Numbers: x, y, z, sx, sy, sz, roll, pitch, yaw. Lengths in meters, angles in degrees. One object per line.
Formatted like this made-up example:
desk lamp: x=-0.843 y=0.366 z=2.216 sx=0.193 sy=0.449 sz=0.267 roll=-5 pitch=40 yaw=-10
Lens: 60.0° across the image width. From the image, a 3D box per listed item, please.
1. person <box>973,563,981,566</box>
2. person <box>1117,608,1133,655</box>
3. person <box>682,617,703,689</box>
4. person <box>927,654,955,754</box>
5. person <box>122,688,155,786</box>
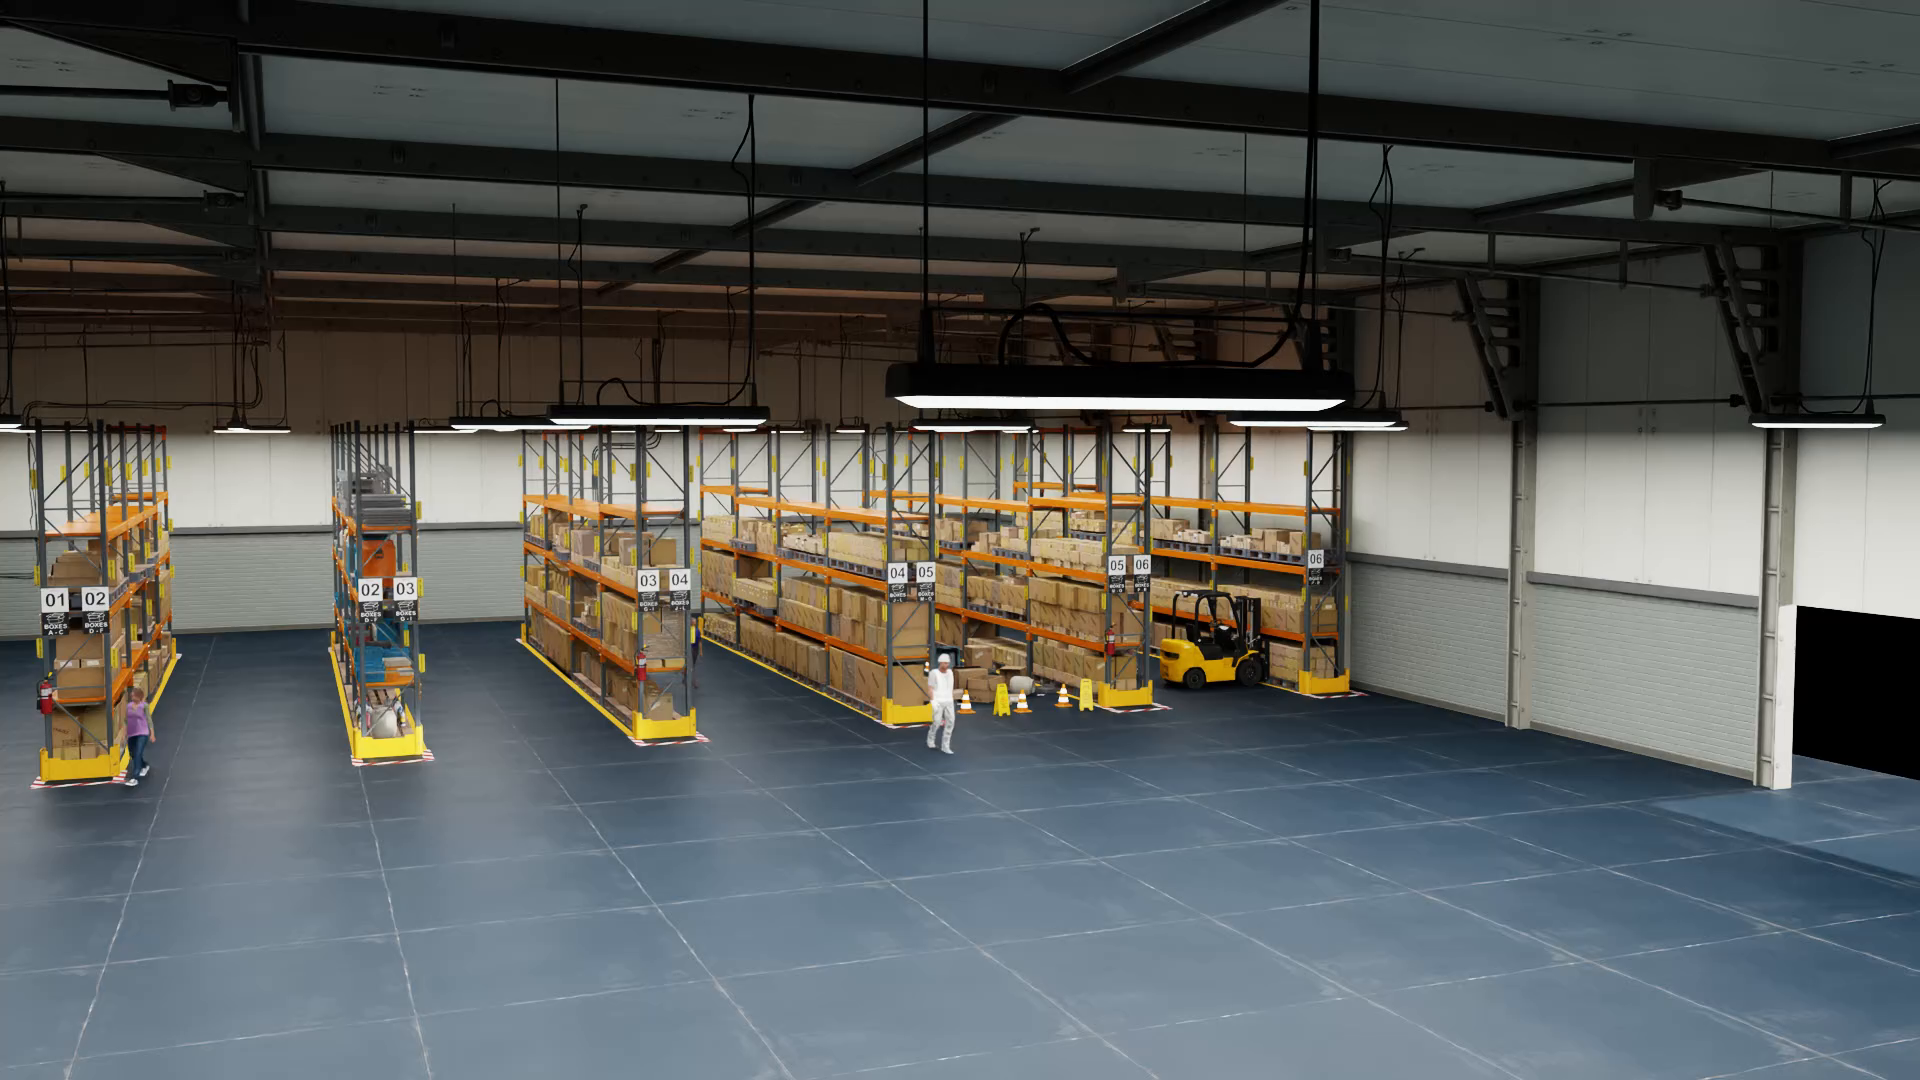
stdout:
person: x=0.573 y=1.552 z=53.401 sx=0.933 sy=1.646 sz=0.471 roll=-2 pitch=4 yaw=-30
person: x=4.009 y=2.430 z=39.819 sx=0.458 sy=1.715 sz=0.595 roll=-2 pitch=4 yaw=-27
person: x=-6.051 y=2.546 z=37.606 sx=0.955 sy=1.609 sz=0.517 roll=3 pitch=5 yaw=41
person: x=-0.315 y=2.976 z=30.226 sx=0.644 sy=1.804 sz=0.671 roll=-3 pitch=5 yaw=-39
person: x=-13.551 y=3.214 z=27.409 sx=0.460 sy=1.561 sz=0.855 roll=0 pitch=4 yaw=4
